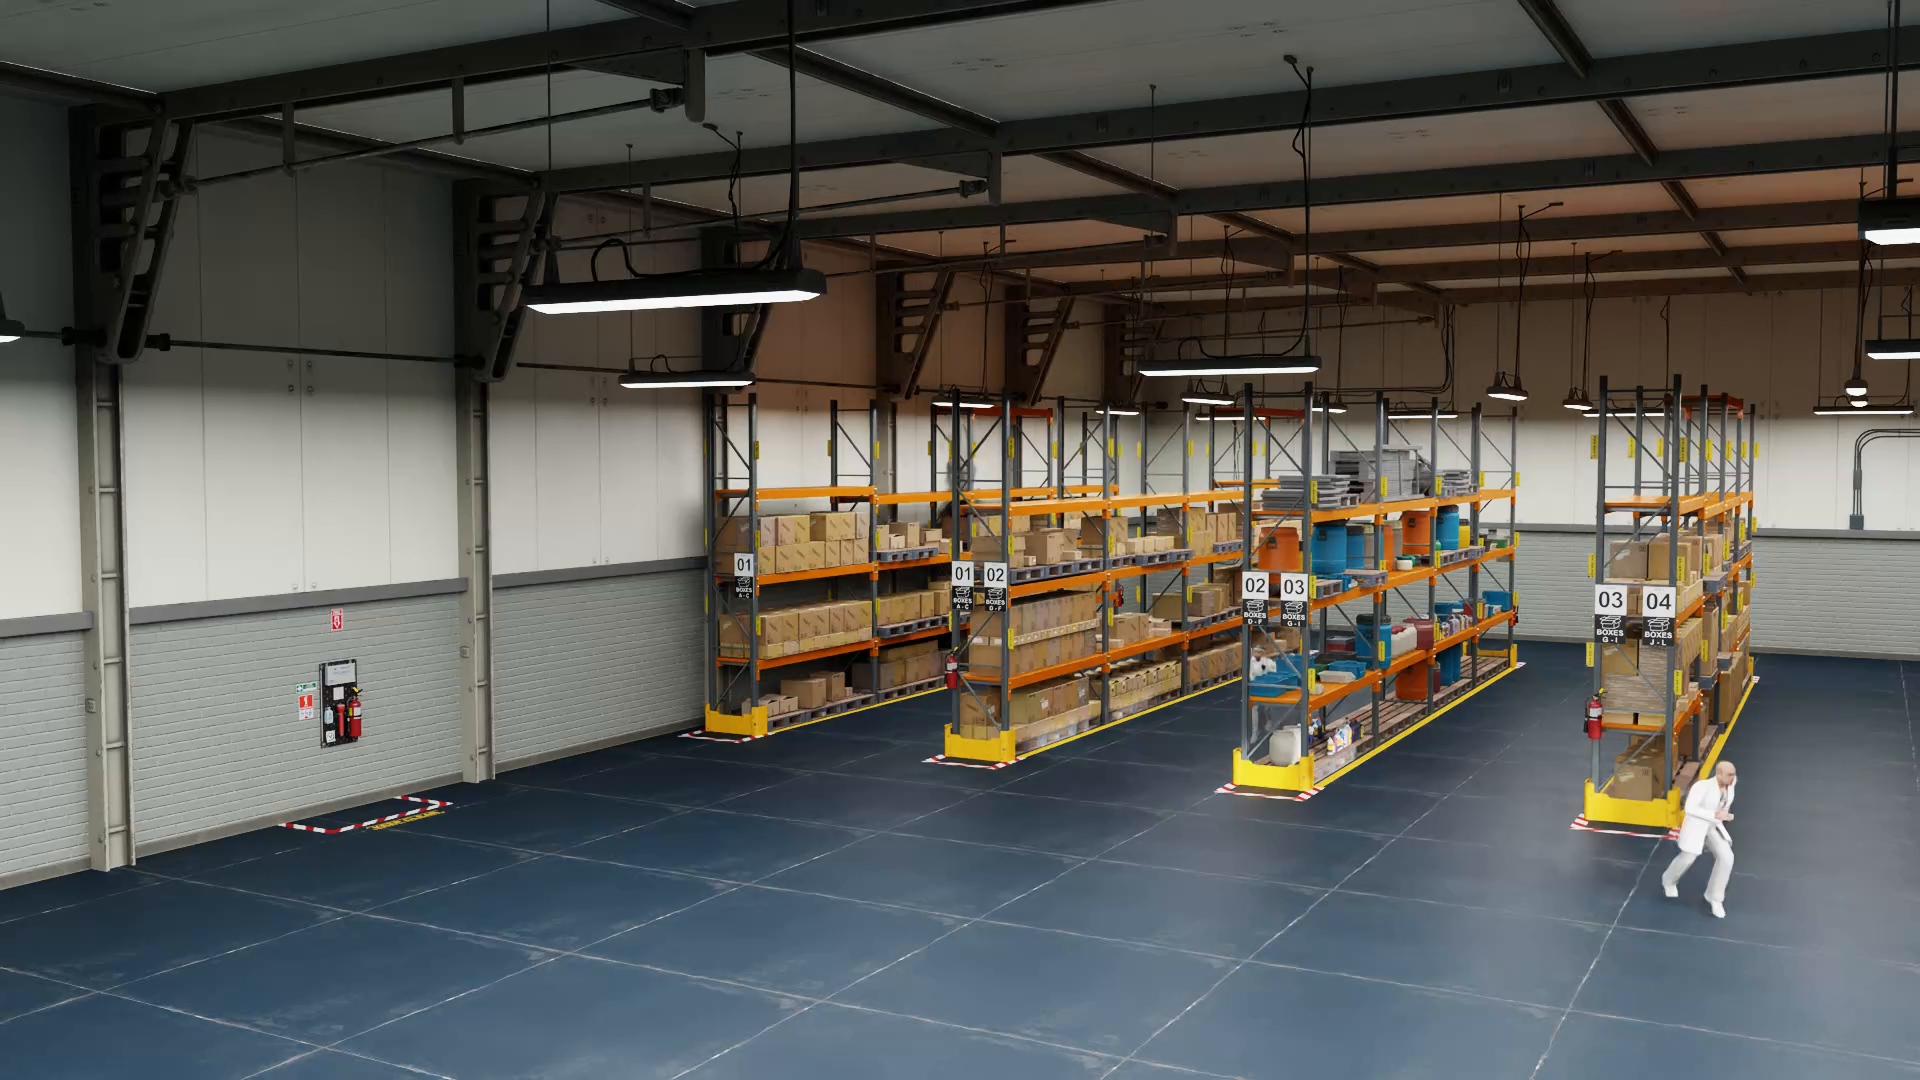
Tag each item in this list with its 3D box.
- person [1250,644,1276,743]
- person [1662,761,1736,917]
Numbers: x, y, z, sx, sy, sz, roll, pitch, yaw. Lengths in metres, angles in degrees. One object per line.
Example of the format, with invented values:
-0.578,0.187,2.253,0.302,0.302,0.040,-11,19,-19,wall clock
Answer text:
5.260,2.618,28.880,0.617,1.687,1.058,1,3,26,person
8.088,3.297,18.155,0.751,1.564,1.072,-1,3,-18,person
